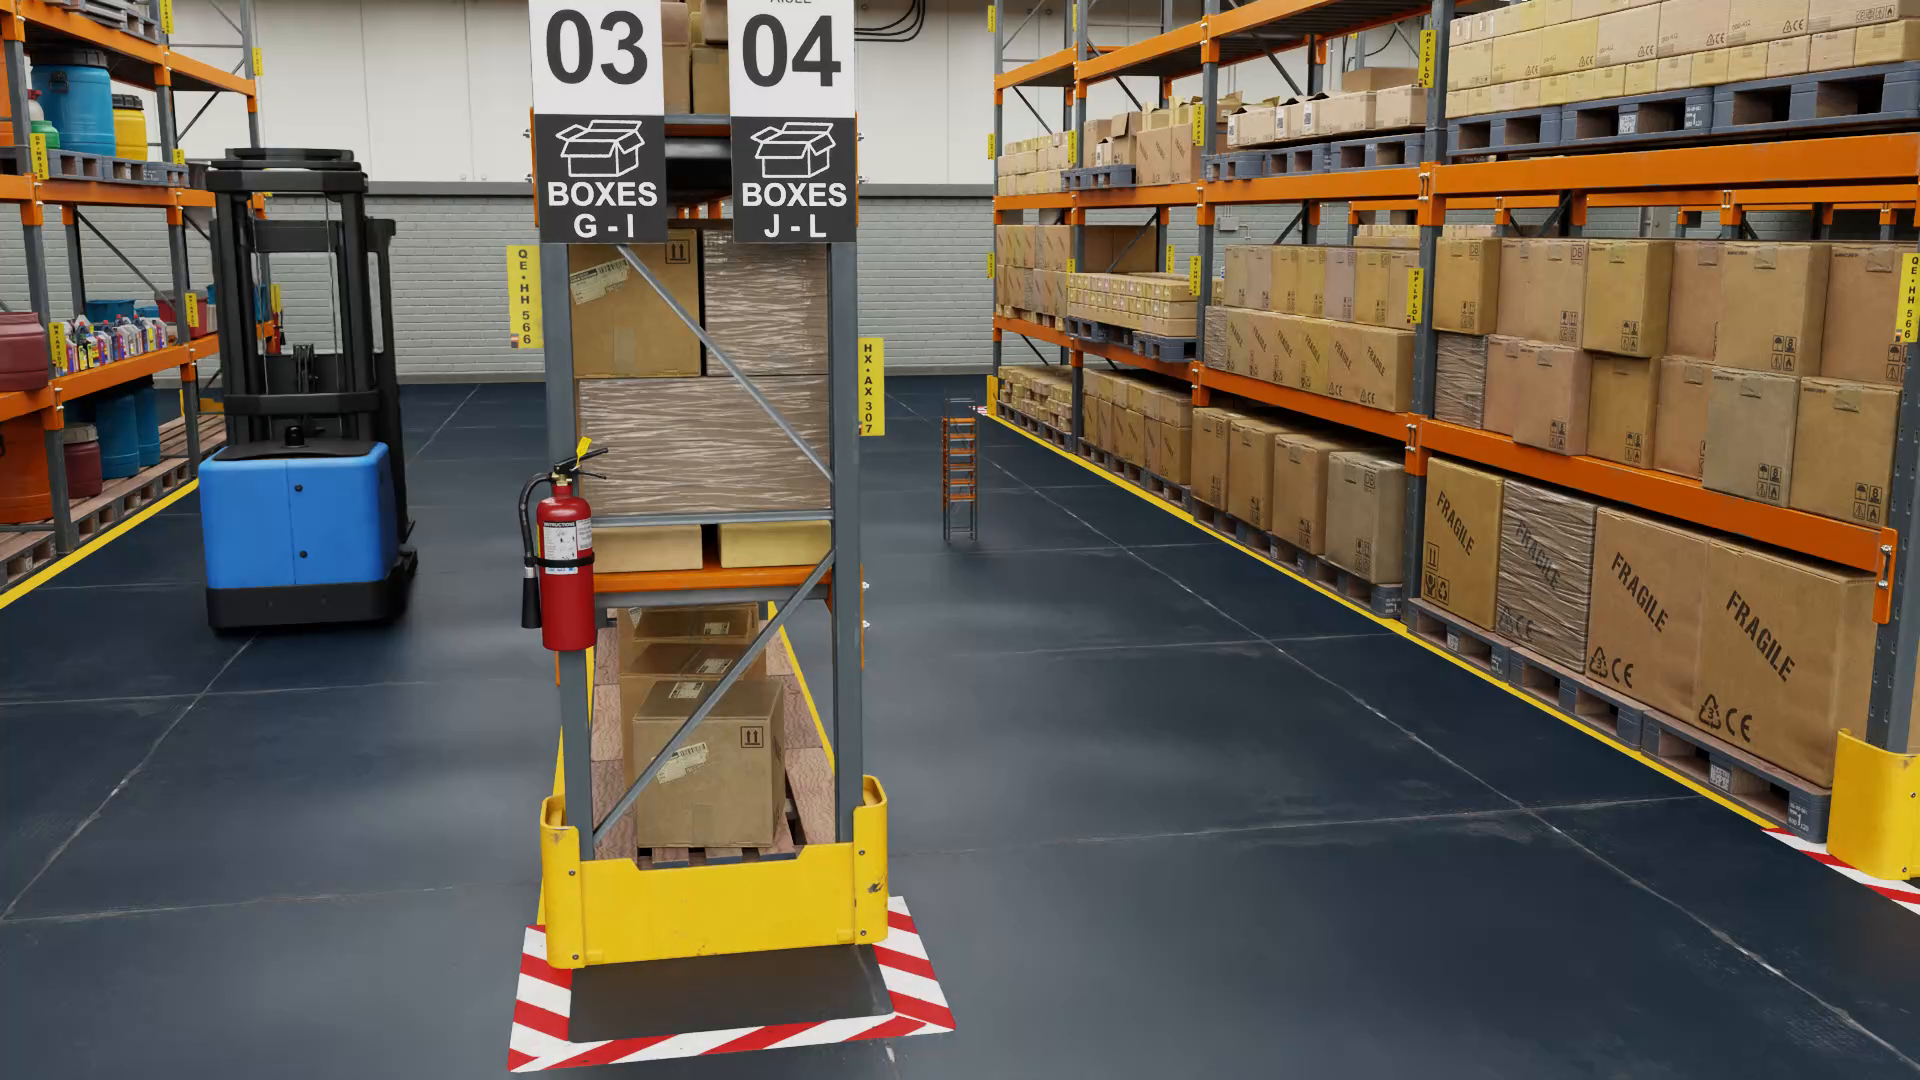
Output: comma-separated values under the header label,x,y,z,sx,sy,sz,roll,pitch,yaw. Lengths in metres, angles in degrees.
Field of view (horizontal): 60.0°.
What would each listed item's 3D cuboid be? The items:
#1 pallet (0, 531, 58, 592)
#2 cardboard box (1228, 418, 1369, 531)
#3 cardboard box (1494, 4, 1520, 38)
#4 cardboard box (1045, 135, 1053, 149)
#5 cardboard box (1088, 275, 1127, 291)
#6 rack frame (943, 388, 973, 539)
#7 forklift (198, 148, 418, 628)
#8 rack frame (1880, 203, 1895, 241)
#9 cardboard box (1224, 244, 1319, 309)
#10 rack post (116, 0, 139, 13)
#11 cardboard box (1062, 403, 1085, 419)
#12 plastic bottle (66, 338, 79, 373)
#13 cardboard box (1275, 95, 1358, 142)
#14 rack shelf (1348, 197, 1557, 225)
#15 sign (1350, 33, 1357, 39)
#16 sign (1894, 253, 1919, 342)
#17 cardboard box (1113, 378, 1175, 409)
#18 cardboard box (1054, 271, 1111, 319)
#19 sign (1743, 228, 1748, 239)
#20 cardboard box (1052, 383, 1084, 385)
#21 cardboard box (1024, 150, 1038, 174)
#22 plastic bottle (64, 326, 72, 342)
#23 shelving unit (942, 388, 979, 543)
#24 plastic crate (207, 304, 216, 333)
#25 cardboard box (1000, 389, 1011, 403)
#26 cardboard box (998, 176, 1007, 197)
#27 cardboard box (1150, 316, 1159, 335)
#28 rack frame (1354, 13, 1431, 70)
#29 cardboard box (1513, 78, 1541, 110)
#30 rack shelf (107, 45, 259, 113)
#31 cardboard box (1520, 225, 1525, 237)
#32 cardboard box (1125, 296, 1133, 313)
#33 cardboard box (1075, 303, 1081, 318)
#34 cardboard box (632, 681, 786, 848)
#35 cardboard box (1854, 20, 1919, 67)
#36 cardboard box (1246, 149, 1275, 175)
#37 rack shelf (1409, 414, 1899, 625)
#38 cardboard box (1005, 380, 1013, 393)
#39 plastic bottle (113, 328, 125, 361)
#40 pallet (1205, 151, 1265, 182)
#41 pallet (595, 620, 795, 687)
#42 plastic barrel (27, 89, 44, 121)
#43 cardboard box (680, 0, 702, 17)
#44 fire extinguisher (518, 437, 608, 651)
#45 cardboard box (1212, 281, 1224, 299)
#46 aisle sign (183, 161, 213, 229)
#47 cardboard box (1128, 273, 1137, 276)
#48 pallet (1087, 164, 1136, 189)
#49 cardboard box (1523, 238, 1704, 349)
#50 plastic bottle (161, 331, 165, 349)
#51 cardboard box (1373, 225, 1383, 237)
label,x,y,z,sx,sy,sz,roll,pitch,yaw
pallet,-7.137,0.161,11.785,1.003,0.211,1.213,-2,11,-11
cardboard box,2.697,-0.520,12.800,1.050,0.750,0.750,-2,11,-10
cardboard box,3.109,-2.785,8.935,0.380,0.149,0.250,-2,11,-12
cardboard box,1.176,-4.507,18.831,0.380,0.149,0.250,-3,11,-13
cardboard box,1.495,-2.570,16.634,0.380,0.149,0.250,-2,11,-12
rack frame,-0.015,-0.604,13.159,0.240,1.200,0.006,-2,11,-11
forklift,-4.383,-1.133,11.312,1.130,2.935,3.031,-3,11,-13
rack frame,11.420,-2.807,19.924,1.000,3.000,0.127,-2,11,-11
cardboard box,2.571,-2.152,13.538,0.700,0.500,0.500,-2,11,-11
rack post,-7.895,-4.840,14.761,0.937,0.300,0.954,-2,11,-12
cardboard box,1.342,-1.426,18.372,0.380,0.149,0.250,-2,11,-10
plastic bottle,-7.107,-1.467,13.214,0.152,0.276,0.135,-2,11,-11
cardboard box,2.616,-3.052,12.037,0.500,0.311,0.500,-2,11,-12
rack shelf,6.162,-4.113,20.687,1.077,0.370,4.000,-2,11,-11
sign,5.228,-6.825,22.064,0.100,0.325,0.005,-2,11,-11
sign,3.515,-0.895,6.145,0.100,0.325,0.005,-2,11,-11
cardboard box,1.801,-1.438,16.286,0.500,0.250,0.500,-2,11,-9
cardboard box,1.344,-2.701,18.304,0.500,0.500,0.500,-2,11,-11
sign,11.190,-4.282,23.728,0.100,0.325,0.005,-2,11,-11
cardboard box,1.273,-1.723,19.136,0.380,0.149,0.250,-2,11,-9
cardboard box,1.057,-4.435,19.519,0.500,0.250,0.500,-3,11,-13
plastic bottle,-7.982,-1.762,14.762,0.152,0.276,0.135,-2,11,-11
shelving unit,0.003,-0.587,13.070,0.258,1.200,0.189,-2,11,-11
plastic crate,-8.144,-2.344,17.645,0.437,0.282,0.530,-2,11,-11
cardboard box,0.725,-1.859,21.445,0.380,0.149,0.250,-2,11,-10
cardboard box,0.774,-4.470,21.036,0.500,0.250,0.500,-2,11,-9
cardboard box,1.900,-1.896,14.686,0.380,0.149,0.250,-2,11,-11
rack frame,5.773,-6.307,22.266,1.000,3.000,0.127,-2,11,-11
cardboard box,3.157,-2.348,8.768,0.380,0.149,0.250,-2,11,-12
rack shelf,-8.417,-4.850,17.604,1.077,0.370,4.000,-2,11,-11
cardboard box,6.679,-3.599,19.407,0.380,0.149,0.250,-2,11,-10
cardboard box,1.749,-2.186,15.412,0.380,0.149,0.250,-2,11,-11
cardboard box,1.401,-2.371,17.180,0.380,0.149,0.250,-2,11,-10
cardboard box,-0.940,0.841,6.315,0.500,0.500,0.500,0,11,0
cardboard box,3.652,-1.881,6.316,0.380,0.149,0.250,-2,11,-11
cardboard box,2.644,-3.331,14.386,0.500,0.500,0.500,-2,11,-11
rack shelf,3.661,-0.240,8.361,1.077,0.370,4.000,-2,11,-11
cardboard box,0.786,-1.956,21.155,0.380,0.149,0.250,-2,11,-11
plastic bottle,-7.304,-1.700,14.420,0.061,0.283,0.133,-2,11,-11
pallet,2.671,-2.959,13.202,1.213,0.211,1.003,-2,11,-8
pallet,-1.448,0.693,8.991,1.003,0.211,1.213,-2,11,-11
plastic barrel,-7.742,-3.418,13.625,0.433,0.535,0.433,0,11,0
cardboard box,-0.859,-2.262,6.634,0.500,0.500,0.500,-2,11,-11
fire extinguisher,-1.265,0.011,5.325,0.296,0.674,0.183,-2,11,-11
cardboard box,2.495,-2.255,14.982,0.380,0.149,0.250,-2,11,-11
aisle sign,-9.111,-4.099,19.757,0.394,0.787,0.004,-2,11,-11
cardboard box,1.985,-2.736,17.508,0.380,0.149,0.250,-2,11,-8
pallet,1.936,-3.502,16.052,1.213,0.211,1.003,-2,11,-11
cardboard box,3.501,-1.295,8.689,0.875,0.550,0.550,-2,11,-11
plastic bottle,-7.585,-1.907,15.727,0.097,0.201,0.097,0,11,0
cardboard box,5.630,-4.046,21.757,0.380,0.149,0.250,-2,11,-9
